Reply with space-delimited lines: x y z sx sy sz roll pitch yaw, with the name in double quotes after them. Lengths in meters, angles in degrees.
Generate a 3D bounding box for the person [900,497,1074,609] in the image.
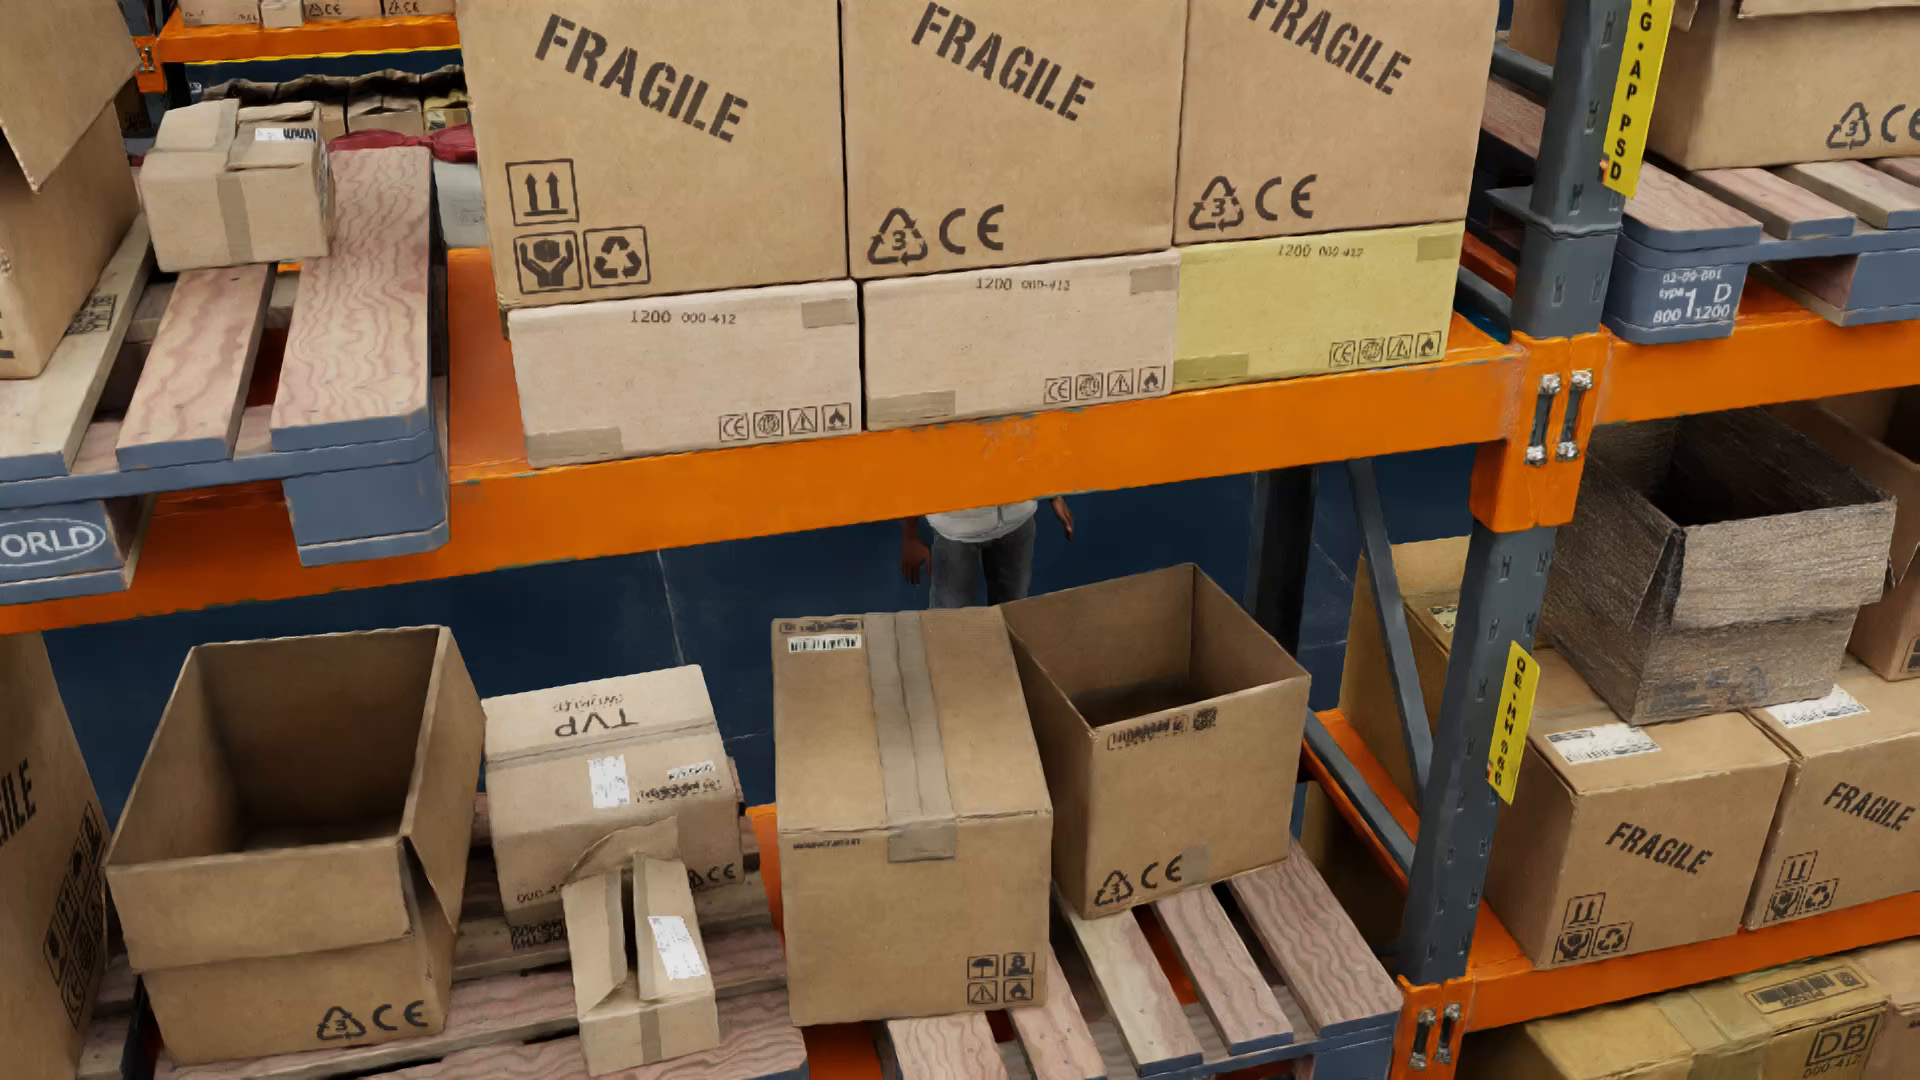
0.106 -0.064 6.170 0.688 1.769 0.444 -15 33 -25 "person"
